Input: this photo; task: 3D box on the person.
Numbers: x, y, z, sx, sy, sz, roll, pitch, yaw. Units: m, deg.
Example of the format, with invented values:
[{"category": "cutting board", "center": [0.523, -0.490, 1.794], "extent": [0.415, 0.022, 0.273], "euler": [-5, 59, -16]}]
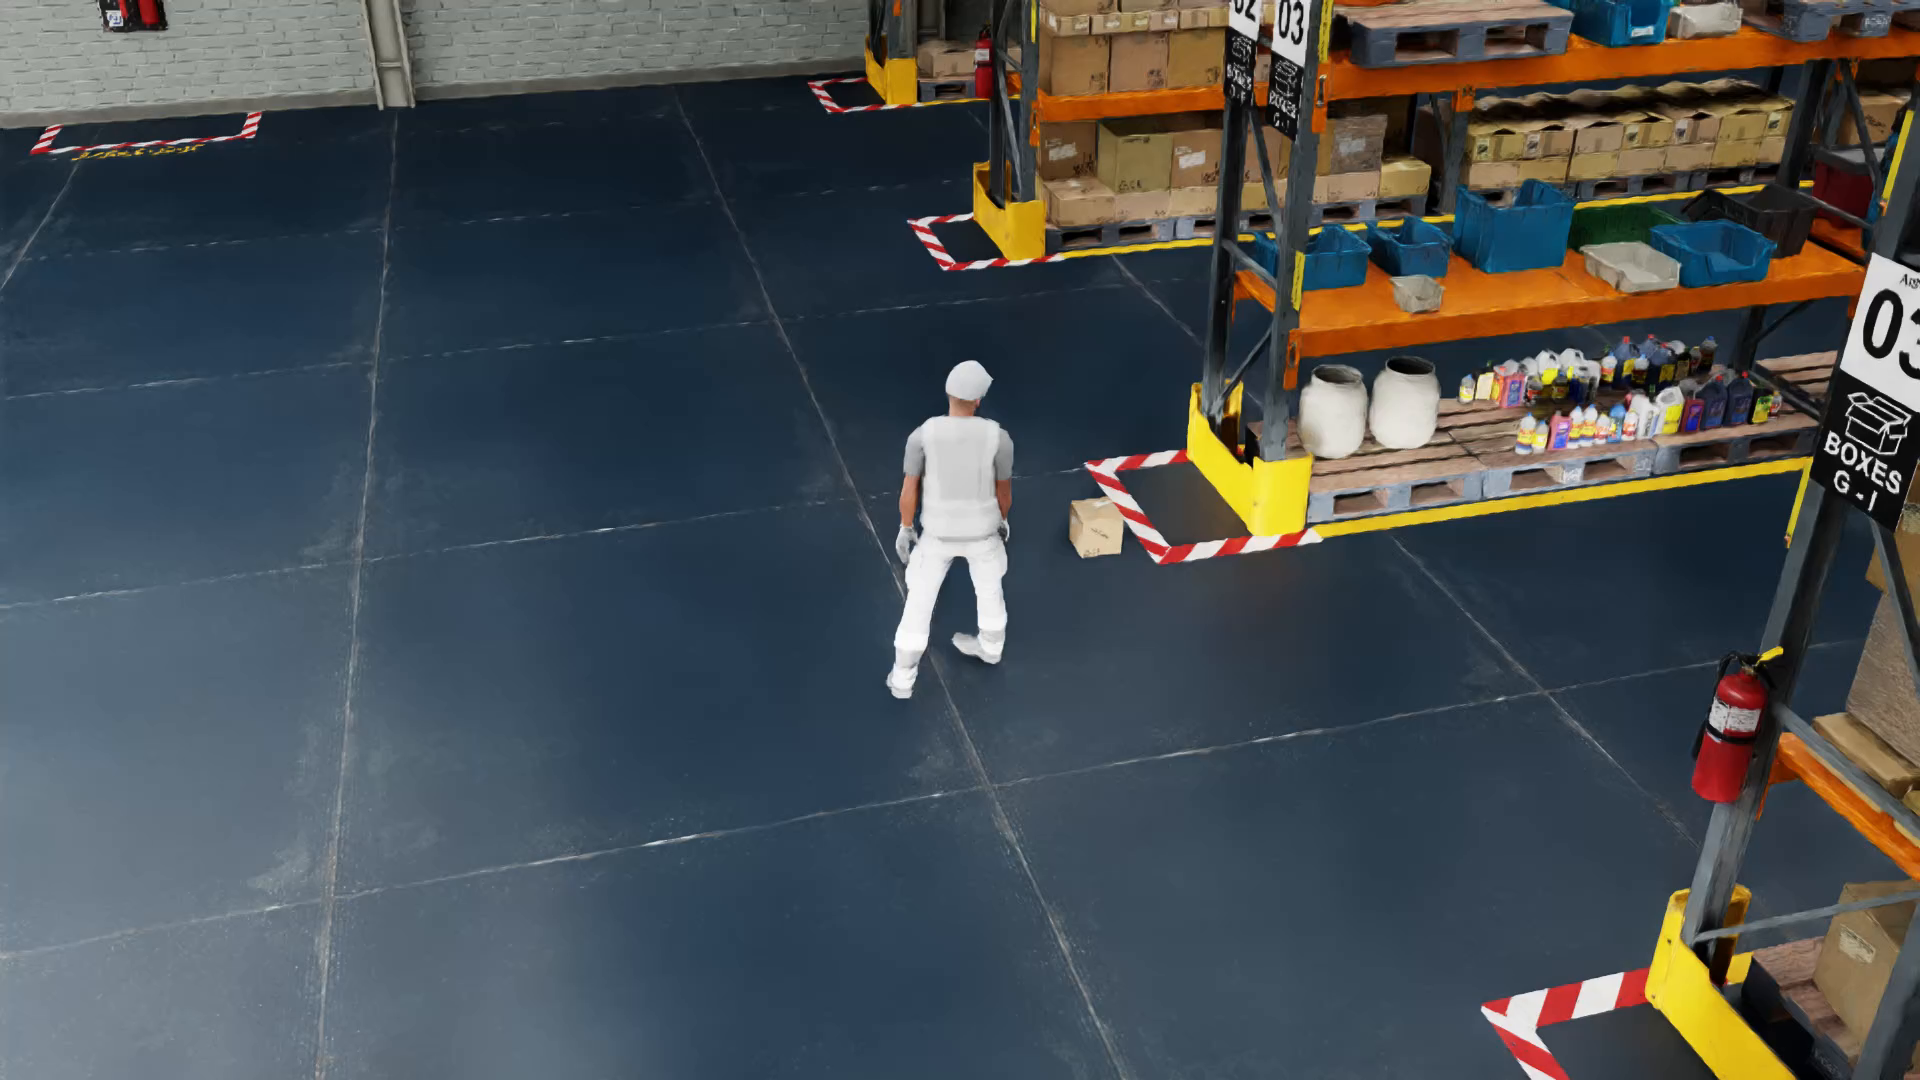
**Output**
[{"category": "person", "center": [-0.063, -0.064, 8.330], "extent": [0.649, 1.780, 0.570], "euler": [-2, 30, -3]}]
